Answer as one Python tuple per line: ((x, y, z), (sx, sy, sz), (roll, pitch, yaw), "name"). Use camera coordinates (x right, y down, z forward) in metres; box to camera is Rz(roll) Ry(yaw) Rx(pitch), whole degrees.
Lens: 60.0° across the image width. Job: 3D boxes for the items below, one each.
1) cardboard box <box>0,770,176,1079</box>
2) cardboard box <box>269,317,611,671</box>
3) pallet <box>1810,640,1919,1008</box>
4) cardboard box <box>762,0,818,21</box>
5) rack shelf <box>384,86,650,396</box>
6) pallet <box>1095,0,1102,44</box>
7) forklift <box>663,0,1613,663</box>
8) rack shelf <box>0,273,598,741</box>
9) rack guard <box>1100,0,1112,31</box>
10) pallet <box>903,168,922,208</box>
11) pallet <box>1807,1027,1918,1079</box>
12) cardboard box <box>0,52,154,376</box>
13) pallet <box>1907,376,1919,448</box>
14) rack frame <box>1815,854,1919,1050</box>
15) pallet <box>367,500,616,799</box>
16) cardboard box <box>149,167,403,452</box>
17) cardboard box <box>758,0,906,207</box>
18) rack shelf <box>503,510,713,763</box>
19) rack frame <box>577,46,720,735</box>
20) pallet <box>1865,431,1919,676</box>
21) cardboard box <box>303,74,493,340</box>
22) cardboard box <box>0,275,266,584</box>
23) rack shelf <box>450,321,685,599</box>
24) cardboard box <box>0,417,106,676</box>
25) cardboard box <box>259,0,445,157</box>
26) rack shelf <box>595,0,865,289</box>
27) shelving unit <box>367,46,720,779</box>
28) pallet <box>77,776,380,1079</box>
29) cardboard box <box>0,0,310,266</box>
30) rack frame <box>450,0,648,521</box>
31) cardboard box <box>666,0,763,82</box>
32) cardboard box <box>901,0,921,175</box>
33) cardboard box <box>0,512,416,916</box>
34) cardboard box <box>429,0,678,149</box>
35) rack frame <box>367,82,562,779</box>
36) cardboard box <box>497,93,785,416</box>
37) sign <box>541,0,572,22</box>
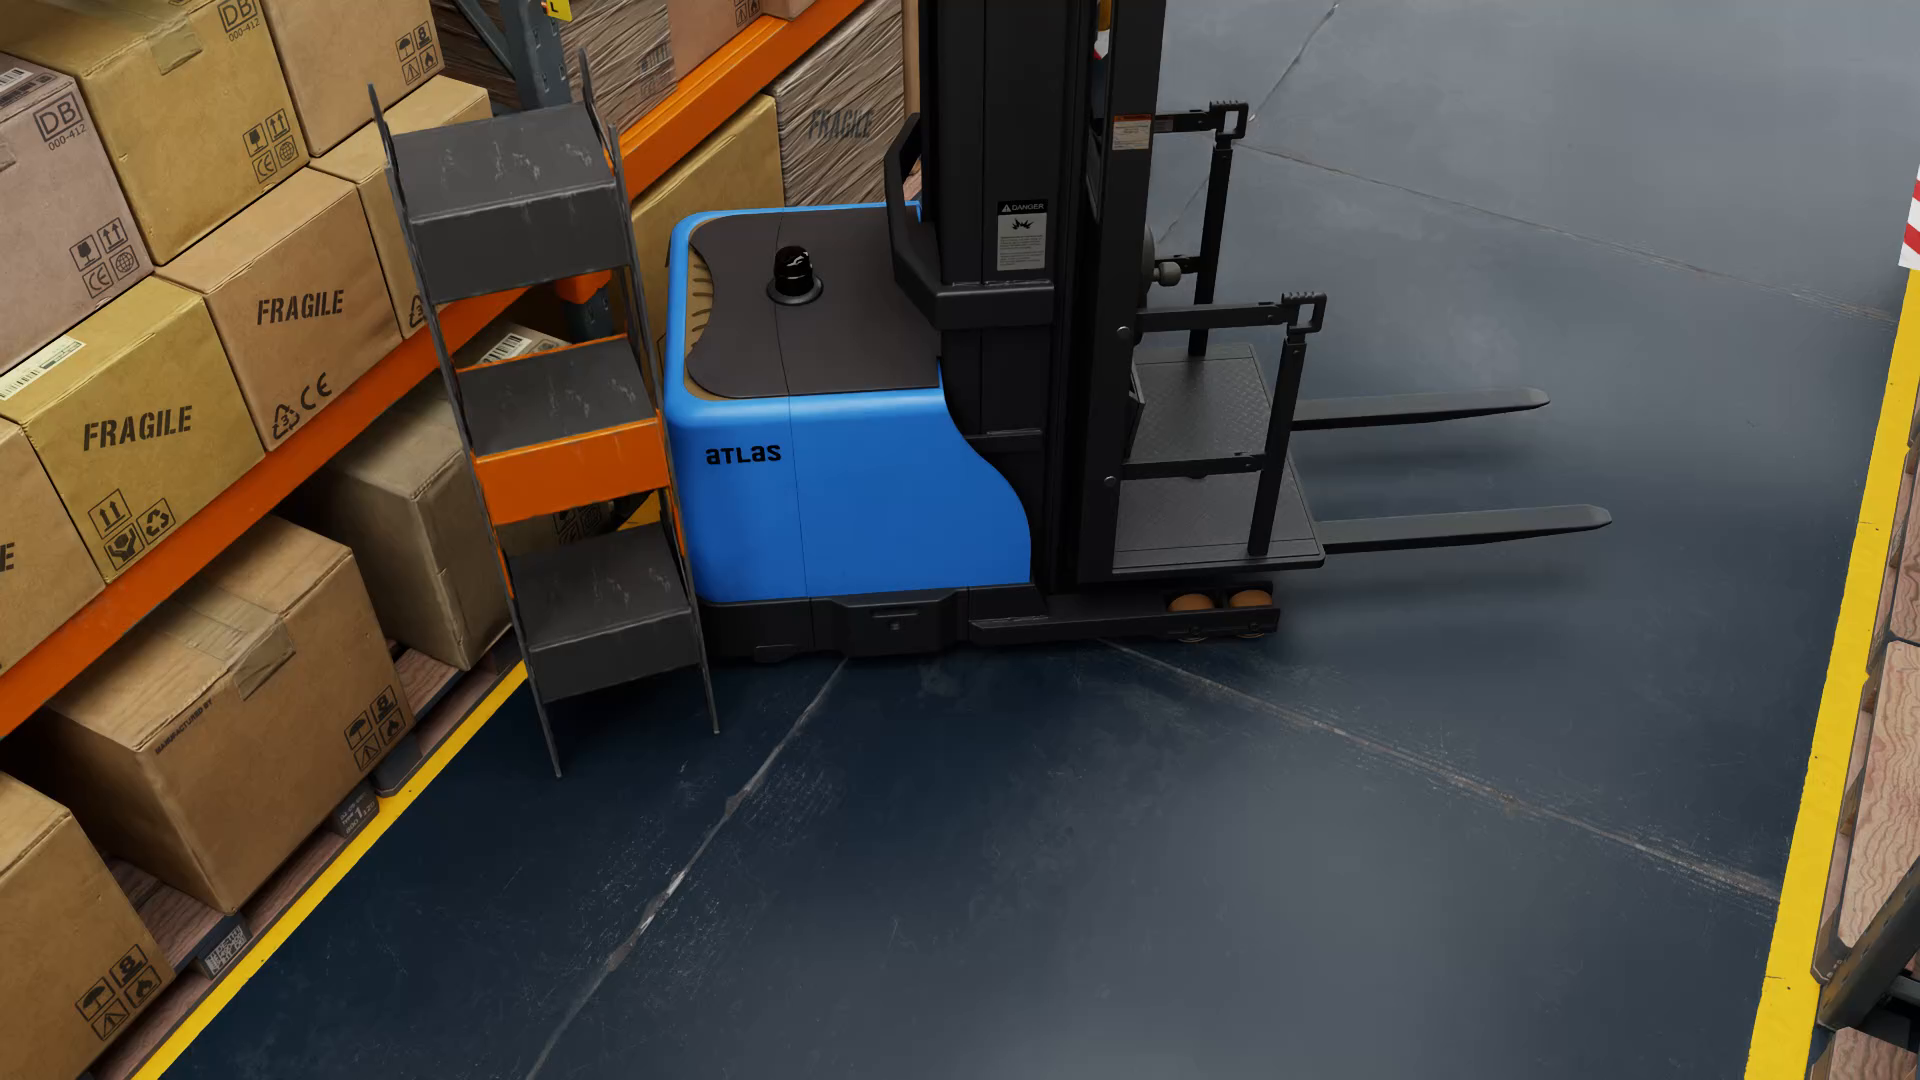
((-2.671, 0.931, 4.008), (1.050, 0.750, 0.750), (21, 49, 20), "cardboard box")
((-1.788, -0.263, 5.187), (1.050, 0.750, 0.750), (20, 49, 19), "cardboard box")
((3.047, 0.920, 4.692), (1.003, 0.211, 1.213), (20, 49, 19), "pallet")
((-0.829, -2.271, 5.780), (0.875, 0.550, 0.550), (20, 49, 19), "cardboard box")
((-1.063, -0.724, 4.015), (0.480, 0.518, 0.431), (-14, 45, -14), "rack shelf")
((-0.025, -2.337, 7.911), (1.003, 0.211, 1.213), (20, 49, 19), "pallet")
((0.621, -1.071, 4.748), (3.031, 2.935, 1.130), (-4, 45, -4), "forklift")
((-2.508, 0.186, 3.963), (1.077, 0.370, 4.000), (20, 49, 19), "rack shelf")
((0.288, -2.983, 8.347), (1.175, 0.500, 0.348), (20, 49, 19), "rack guard")
((-0.592, -1.571, 7.154), (1.003, 0.211, 1.213), (20, 49, 19), "pallet")
((2.407, 1.846, 3.777), (1.003, 0.211, 1.213), (20, 49, 19), "pallet")
((-2.277, -0.756, 3.615), (0.700, 0.500, 0.500), (21, 49, 19), "cardboard box")
((4.180, -0.617, 6.212), (1.003, 0.211, 1.213), (20, 49, 19), "pallet")
((2.767, 0.375, 3.271), (1.000, 3.000, 0.127), (20, 49, 19), "rack frame")
((-1.871, 0.164, 5.439), (1.003, 0.211, 1.213), (20, 49, 19), "pallet")
((-1.820, -0.627, 4.190), (0.500, 0.500, 0.500), (20, 49, 19), "cardboard box")
((-0.811, -1.670, 6.490), (0.875, 0.875, 0.875), (21, 49, 19), "cardboard box")
((-1.050, 0.288, 4.983), (0.480, 0.518, 0.431), (-14, 45, -14), "rack shelf")
((-0.827, -0.287, 4.548), (0.015, 2.100, 0.400), (-14, 45, -14), "rack frame")
((3.612, 0.149, 5.455), (1.003, 0.211, 1.213), (20, 49, 19), "pallet")
((-1.585, -0.945, 4.505), (0.500, 0.500, 0.500), (20, 49, 19), "cardboard box")
((-2.054, -0.308, 3.875), (0.500, 0.500, 0.500), (21, 49, 19), "cardboard box")
((-1.057, -0.218, 4.499), (0.480, 0.518, 0.431), (-14, 45, -14), "rack shelf")
((-2.288, 0.012, 3.559), (0.500, 0.500, 0.500), (20, 49, 19), "cardboard box")
((-1.805, -1.399, 4.250), (0.700, 0.500, 0.500), (20, 49, 18), "cardboard box")
((-0.651, -2.334, 6.453), (1.077, 0.370, 4.000), (20, 49, 19), "rack shelf")
((-1.057, -0.228, 4.489), (0.503, 2.100, 0.431), (-14, 45, -14), "shelving unit")
((-2.436, 0.936, 4.677), (1.003, 0.211, 1.213), (20, 49, 19), "pallet")
((-2.042, -1.074, 3.929), (0.700, 0.500, 0.500), (20, 49, 18), "cardboard box")
((-1.580, -1.327, 4.952), (1.000, 3.000, 0.127), (20, 49, 19), "rack frame")
((-1.184, -1.970, 5.482), (0.875, 0.550, 0.550), (20, 49, 19), "cardboard box")
((-0.386, -2.243, 7.057), (0.875, 0.875, 0.875), (20, 49, 18), "cardboard box")
((-2.239, 0.344, 4.588), (1.050, 0.750, 0.750), (20, 49, 19), "cardboard box")
((-1.419, -1.616, 5.133), (0.875, 0.550, 0.550), (20, 49, 19), "cardboard box")
((-1.286, -0.169, 4.431), (0.015, 2.100, 0.400), (-14, 45, -14), "rack frame")
((-1.226, -1.101, 5.927), (0.875, 0.875, 0.875), (21, 49, 20), "cardboard box")
((-1.094, -1.533, 4.398), (0.100, 0.325, 0.005), (20, 49, 19), "sign")
